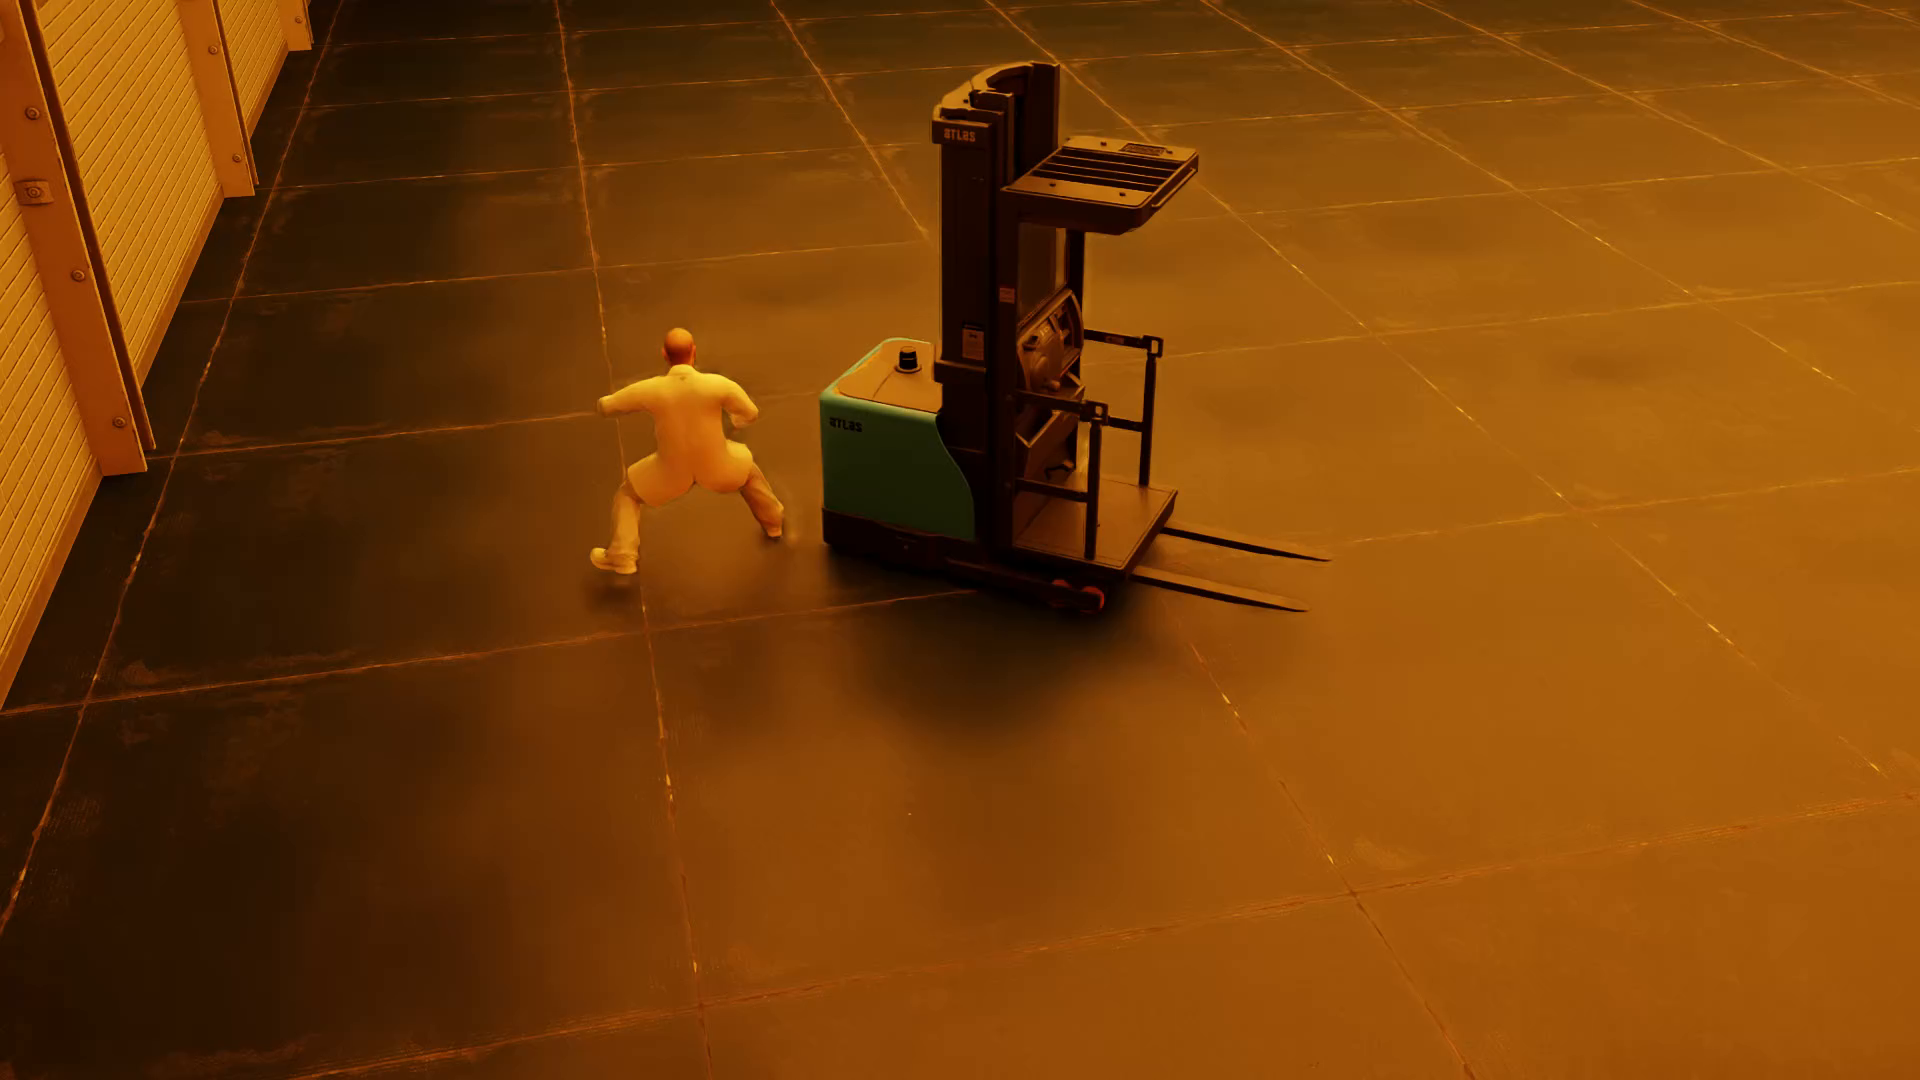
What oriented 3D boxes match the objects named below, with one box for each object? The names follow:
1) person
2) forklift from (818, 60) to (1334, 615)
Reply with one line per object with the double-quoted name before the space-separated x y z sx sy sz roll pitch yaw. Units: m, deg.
"person" -1.658 -0.570 9.908 1.170 1.557 1.067 -4 30 -7
"forklift" 0.706 -1.132 9.529 3.031 2.935 1.130 12 32 20
